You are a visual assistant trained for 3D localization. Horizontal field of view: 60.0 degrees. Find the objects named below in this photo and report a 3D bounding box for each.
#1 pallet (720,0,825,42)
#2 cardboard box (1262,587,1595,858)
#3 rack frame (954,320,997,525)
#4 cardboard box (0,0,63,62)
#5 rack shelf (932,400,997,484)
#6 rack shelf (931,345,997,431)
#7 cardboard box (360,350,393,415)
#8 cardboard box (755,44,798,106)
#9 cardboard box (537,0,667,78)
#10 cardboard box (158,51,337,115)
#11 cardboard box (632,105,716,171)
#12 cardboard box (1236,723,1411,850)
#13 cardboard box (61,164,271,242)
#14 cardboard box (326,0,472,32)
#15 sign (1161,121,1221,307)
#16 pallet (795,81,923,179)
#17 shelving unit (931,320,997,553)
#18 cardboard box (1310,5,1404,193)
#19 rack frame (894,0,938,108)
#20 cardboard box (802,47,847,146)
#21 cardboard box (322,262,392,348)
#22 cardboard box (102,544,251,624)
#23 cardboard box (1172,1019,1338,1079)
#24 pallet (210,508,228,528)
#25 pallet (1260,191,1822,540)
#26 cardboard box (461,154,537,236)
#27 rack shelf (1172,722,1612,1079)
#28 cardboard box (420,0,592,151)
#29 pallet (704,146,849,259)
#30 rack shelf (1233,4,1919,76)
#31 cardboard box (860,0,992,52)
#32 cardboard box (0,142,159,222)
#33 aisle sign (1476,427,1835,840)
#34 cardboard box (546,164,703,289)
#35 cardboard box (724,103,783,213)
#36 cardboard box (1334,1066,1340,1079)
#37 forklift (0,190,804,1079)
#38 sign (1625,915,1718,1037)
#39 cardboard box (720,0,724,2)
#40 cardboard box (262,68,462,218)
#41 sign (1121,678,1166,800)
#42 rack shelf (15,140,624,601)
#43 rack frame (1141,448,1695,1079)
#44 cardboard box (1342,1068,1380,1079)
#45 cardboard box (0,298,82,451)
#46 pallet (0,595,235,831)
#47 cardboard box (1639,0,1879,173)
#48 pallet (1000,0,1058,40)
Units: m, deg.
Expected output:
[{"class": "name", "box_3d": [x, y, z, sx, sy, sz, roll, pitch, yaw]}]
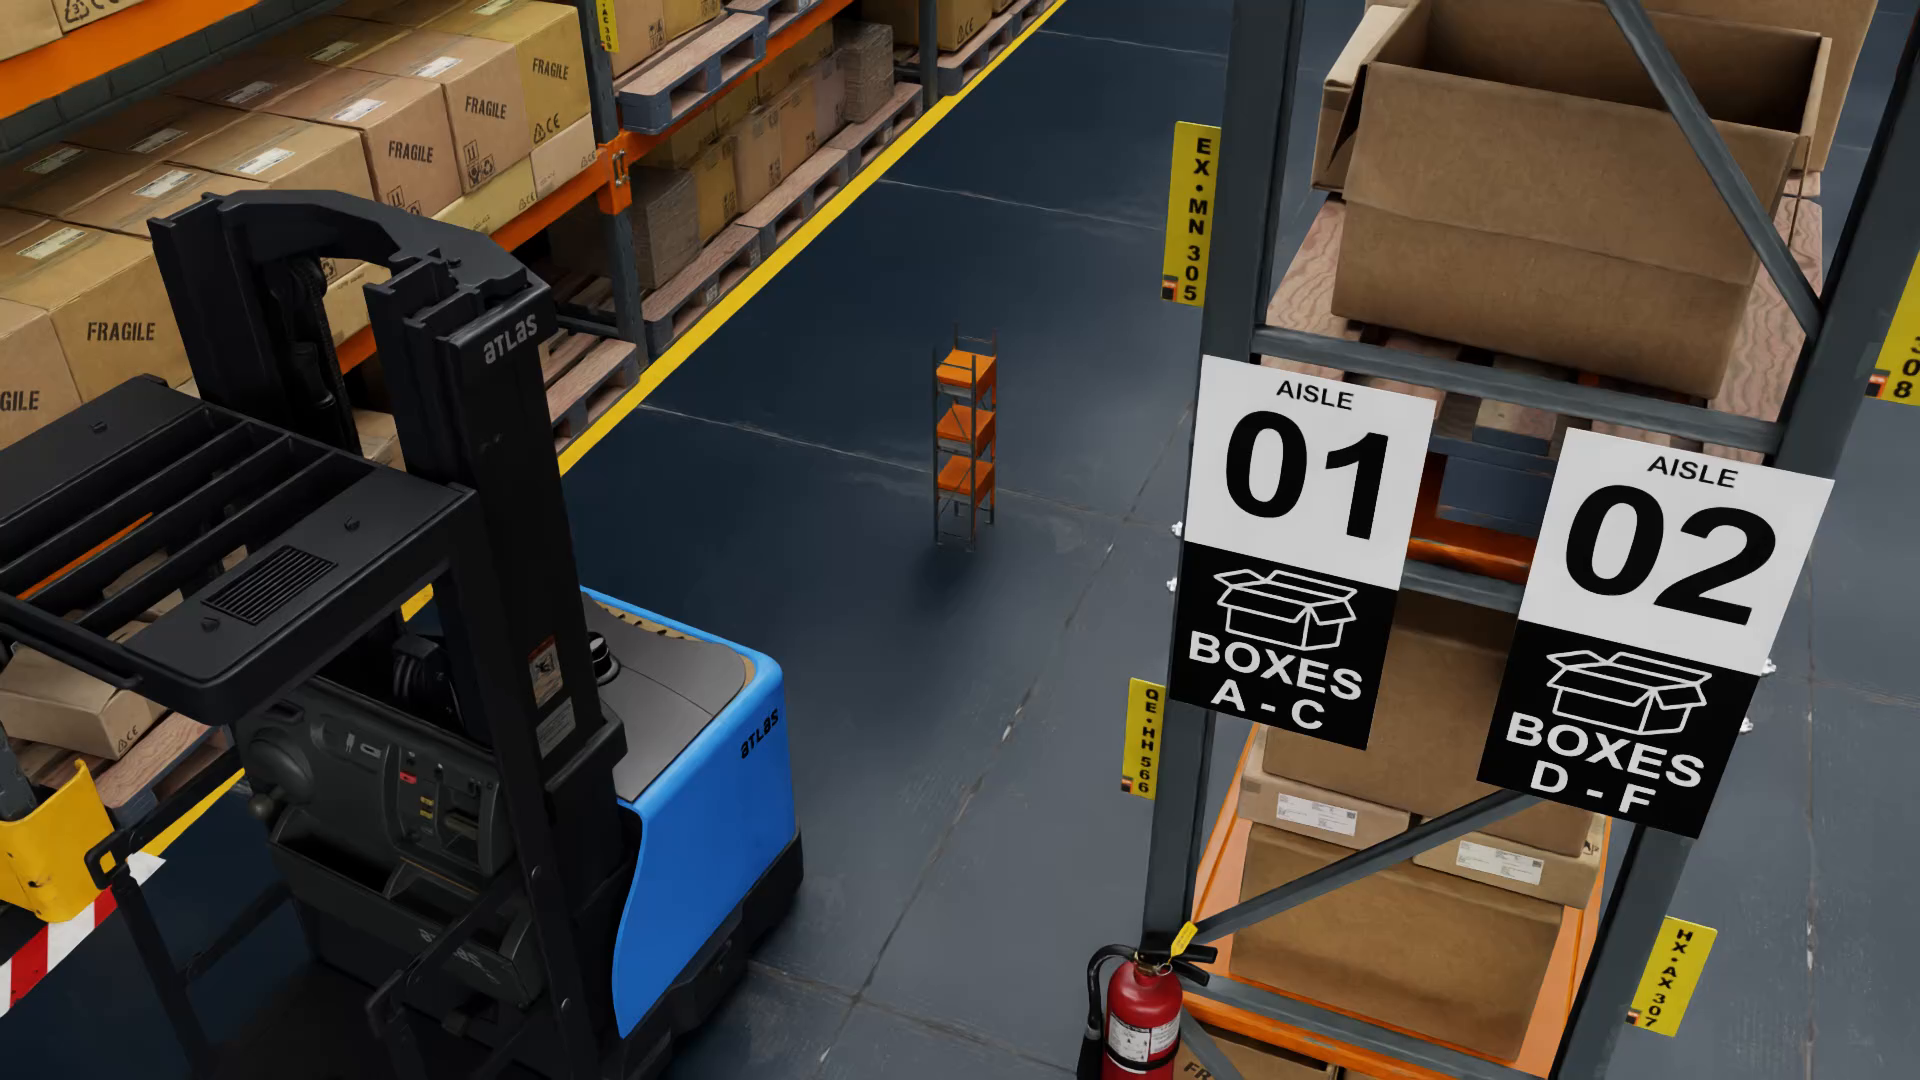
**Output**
[{"class": "pallet", "box_3d": [-1.360, -3.258, 9.763, 1.003, 0.211, 1.213, 14, 39, 18]}, {"class": "cardboard box", "box_3d": [1.103, 0.271, 3.715, 0.700, 0.500, 0.500, 14, 39, 18]}, {"class": "rack frame", "box_3d": [0.067, -0.518, 7.566, 0.200, 1.050, 0.008, 14, 39, 18]}, {"class": "cardboard box", "box_3d": [-3.093, -1.678, 4.883, 0.500, 0.500, 0.500, 16, 40, 21]}, {"class": "rack shelf", "box_3d": [0.020, -0.442, 7.482, 0.215, 0.259, 0.240, 14, 39, 18]}, {"class": "rack shelf", "box_3d": [0.020, -0.669, 7.312, 0.215, 0.259, 0.240, 14, 39, 18]}, {"class": "cardboard box", "box_3d": [-2.525, -0.816, 8.057, 0.500, 0.500, 0.500, 11, 38, 14]}, {"class": "cardboard box", "box_3d": [-1.336, -2.918, 10.242, 0.500, 0.250, 0.500, 14, 39, 18]}, {"class": "cardboard box", "box_3d": [-1.942, -2.716, 8.427, 0.700, 0.500, 0.500, 14, 39, 18]}, {"class": "cardboard box", "box_3d": [-2.934, -1.701, 7.002, 0.500, 0.500, 0.500, 15, 39, 19]}, {"class": "cardboard box", "box_3d": [-1.738, -2.357, 9.491, 0.500, 0.250, 0.500, 13, 39, 17]}, {"class": "cardboard box", "box_3d": [0.863, 0.561, 3.869, 0.380, 0.149, 0.250, 13, 39, 17]}, {"class": "cardboard box", "box_3d": [-2.829, -1.011, 6.079, 0.500, 0.500, 0.500, 13, 39, 16]}, {"class": "cardboard box", "box_3d": [-2.539, -2.261, 7.752, 0.500, 0.500, 0.500, 13, 39, 17]}, {"class": "sign", "box_3d": [0.397, -0.540, 2.788, 0.100, 0.325, 0.005, 14, 39, 18]}, {"class": "pallet", "box_3d": [-0.943, -2.891, 11.441, 1.003, 0.211, 1.213, 14, 39, 18]}, {"class": "shelving unit", "box_3d": [0.020, -0.450, 7.475, 0.215, 1.050, 0.252, 14, 39, 18]}, {"class": "cardboard box", "box_3d": [1.088, -0.948, 3.664, 0.500, 0.250, 0.500, 14, 39, 18]}, {"class": "rack frame", "box_3d": [-0.645, -4.440, 11.185, 1.000, 3.000, 0.127, 14, 39, 18]}, {"class": "cardboard box", "box_3d": [-1.174, -2.946, 10.906, 0.700, 0.500, 0.500, 14, 39, 18]}, {"class": "cardboard box", "box_3d": [-2.631, -1.007, 6.701, 0.500, 0.250, 0.500, 14, 39, 18]}, {"class": "cardboard box", "box_3d": [-3.125, 0.212, 6.839, 0.500, 0.311, 0.500, 17, 40, 21]}, {"class": "cardboard box", "box_3d": [0.823, 1.384, 4.713, 0.500, 0.500, 0.500, 14, 39, 18]}, {"class": "pallet", "box_3d": [-2.852, -0.051, 7.641, 1.003, 0.211, 1.213, 14, 39, 18]}, {"class": "pallet", "box_3d": [1.187, -0.436, 3.396, 1.003, 0.211, 1.213, 14, 39, 18]}, {"class": "cardboard box", "box_3d": [-2.264, -1.568, 7.451, 0.500, 0.250, 0.500, 14, 39, 18]}, {"class": "rack shelf", "box_3d": [1.655, 0.297, 5.449, 1.077, 0.370, 4.000, 14, 39, 18]}, {"class": "cardboard box", "box_3d": [-2.061, -2.141, 7.592, 0.500, 0.500, 0.500, 14, 39, 18]}, {"class": "pallet", "box_3d": [-1.409, -2.218, 10.540, 1.003, 0.211, 1.213, 14, 39, 18]}, {"class": "rack shelf", "box_3d": [1.655, -1.946, 3.772, 1.077, 0.370, 4.000, 14, 39, 18]}, {"class": "cardboard box", "box_3d": [-0.244, -4.124, 12.207, 0.750, 0.750, 0.750, 13, 39, 17]}, {"class": "cardboard box", "box_3d": [-3.312, -1.132, 6.241, 0.500, 0.500, 0.500, 13, 39, 17]}, {"class": "aisle sign", "box_3d": [1.152, 0.181, 2.831, 0.394, 0.787, 0.004, 14, 39, 18]}, {"class": "cardboard box", "box_3d": [-1.902, -1.812, 9.389, 0.700, 0.500, 0.500, 15, 39, 19]}, {"class": "cardboard box", "box_3d": [-1.520, -2.382, 10.152, 0.700, 0.500, 0.500, 14, 39, 18]}, {"class": "cardboard box", "box_3d": [0.825, 1.685, 4.937, 0.500, 0.250, 0.500, 14, 39, 18]}, {"class": "forklift", "box_3d": [-1.707, 0.717, 4.342, 1.130, 2.935, 3.031, 18, 40, 22]}, {"class": "sign", "box_3d": [1.405, 0.867, 3.295, 0.100, 0.325, 0.005, 14, 39, 18]}, {"class": "cardboard box", "box_3d": [-1.501, -3.395, 9.336, 0.700, 0.500, 0.500, 19, 41, 24]}, {"class": "cardboard box", "box_3d": [-2.447, -1.587, 6.850, 0.500, 0.500, 0.500, 13, 39, 16]}, {"class": "sign", "box_3d": [0.397, 0.426, 3.510, 0.100, 0.325, 0.005, 14, 39, 18]}, {"class": "rack shelf", "box_3d": [-2.928, -0.830, 6.956, 1.077, 0.370, 4.000, 14, 39, 18]}, {"class": "rack frame", "box_3d": [0.894, 1.116, 3.752, 1.000, 3.000, 0.127, 14, 39, 18]}, {"class": "cardboard box", "box_3d": [1.304, 1.803, 4.779, 0.500, 0.250, 0.500, 14, 39, 18]}, {"class": "cardboard box", "box_3d": [-3.229, -0.455, 5.335, 0.500, 0.500, 0.500, 14, 39, 18]}, {"class": "pallet", "box_3d": [-3.318, 0.623, 6.741, 1.003, 0.211, 1.213, 14, 39, 18]}, {"class": "cardboard box", "box_3d": [1.779, -1.207, 3.803, 0.500, 0.500, 0.500, 14, 39, 18]}, {"class": "pallet", "box_3d": [0.191, -4.415, 13.481, 1.003, 0.211, 1.213, 14, 39, 18]}]
